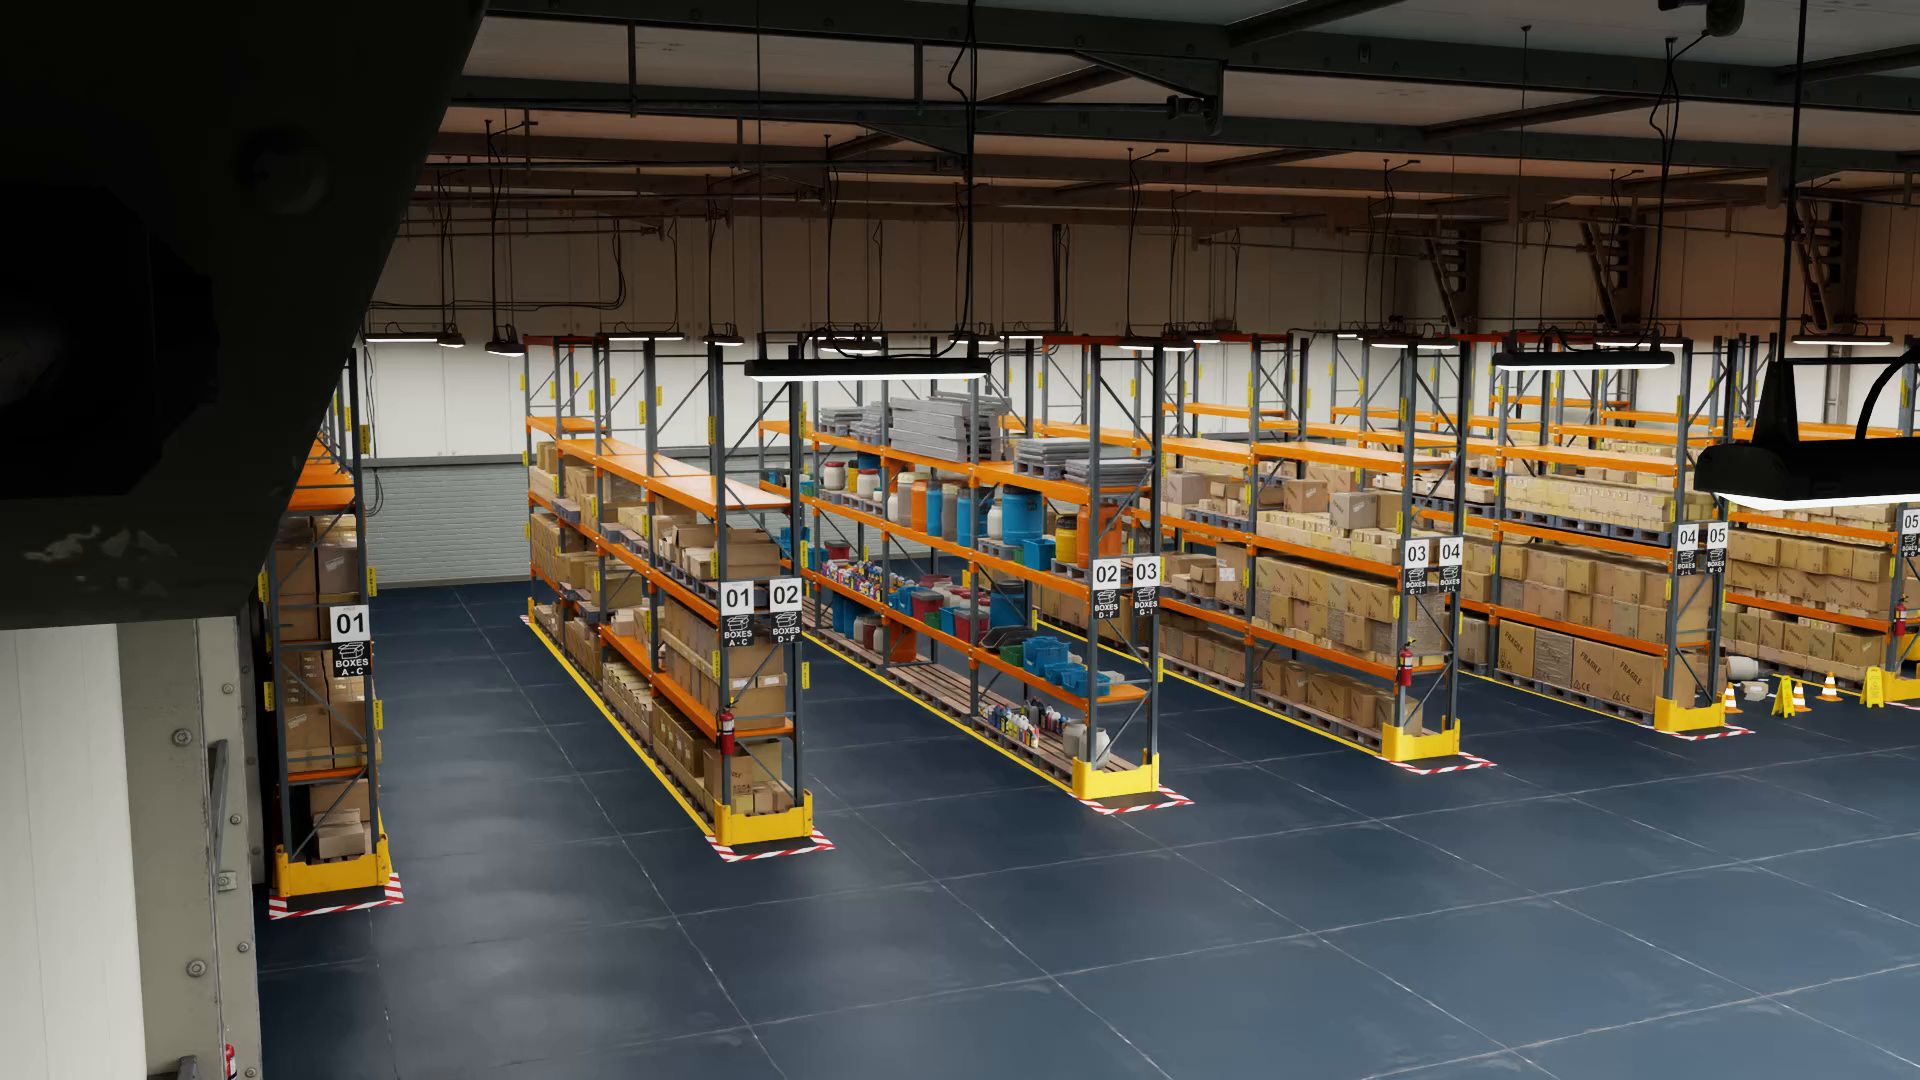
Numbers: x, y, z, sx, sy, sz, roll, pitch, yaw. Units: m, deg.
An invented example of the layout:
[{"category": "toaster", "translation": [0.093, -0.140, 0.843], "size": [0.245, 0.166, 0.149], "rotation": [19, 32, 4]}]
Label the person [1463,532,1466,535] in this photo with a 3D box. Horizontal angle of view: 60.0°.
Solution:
[{"category": "person", "translation": [10.800, 0.713, 35.860], "size": [0.576, 1.830, 0.434], "rotation": [-3, 8, -23]}]
